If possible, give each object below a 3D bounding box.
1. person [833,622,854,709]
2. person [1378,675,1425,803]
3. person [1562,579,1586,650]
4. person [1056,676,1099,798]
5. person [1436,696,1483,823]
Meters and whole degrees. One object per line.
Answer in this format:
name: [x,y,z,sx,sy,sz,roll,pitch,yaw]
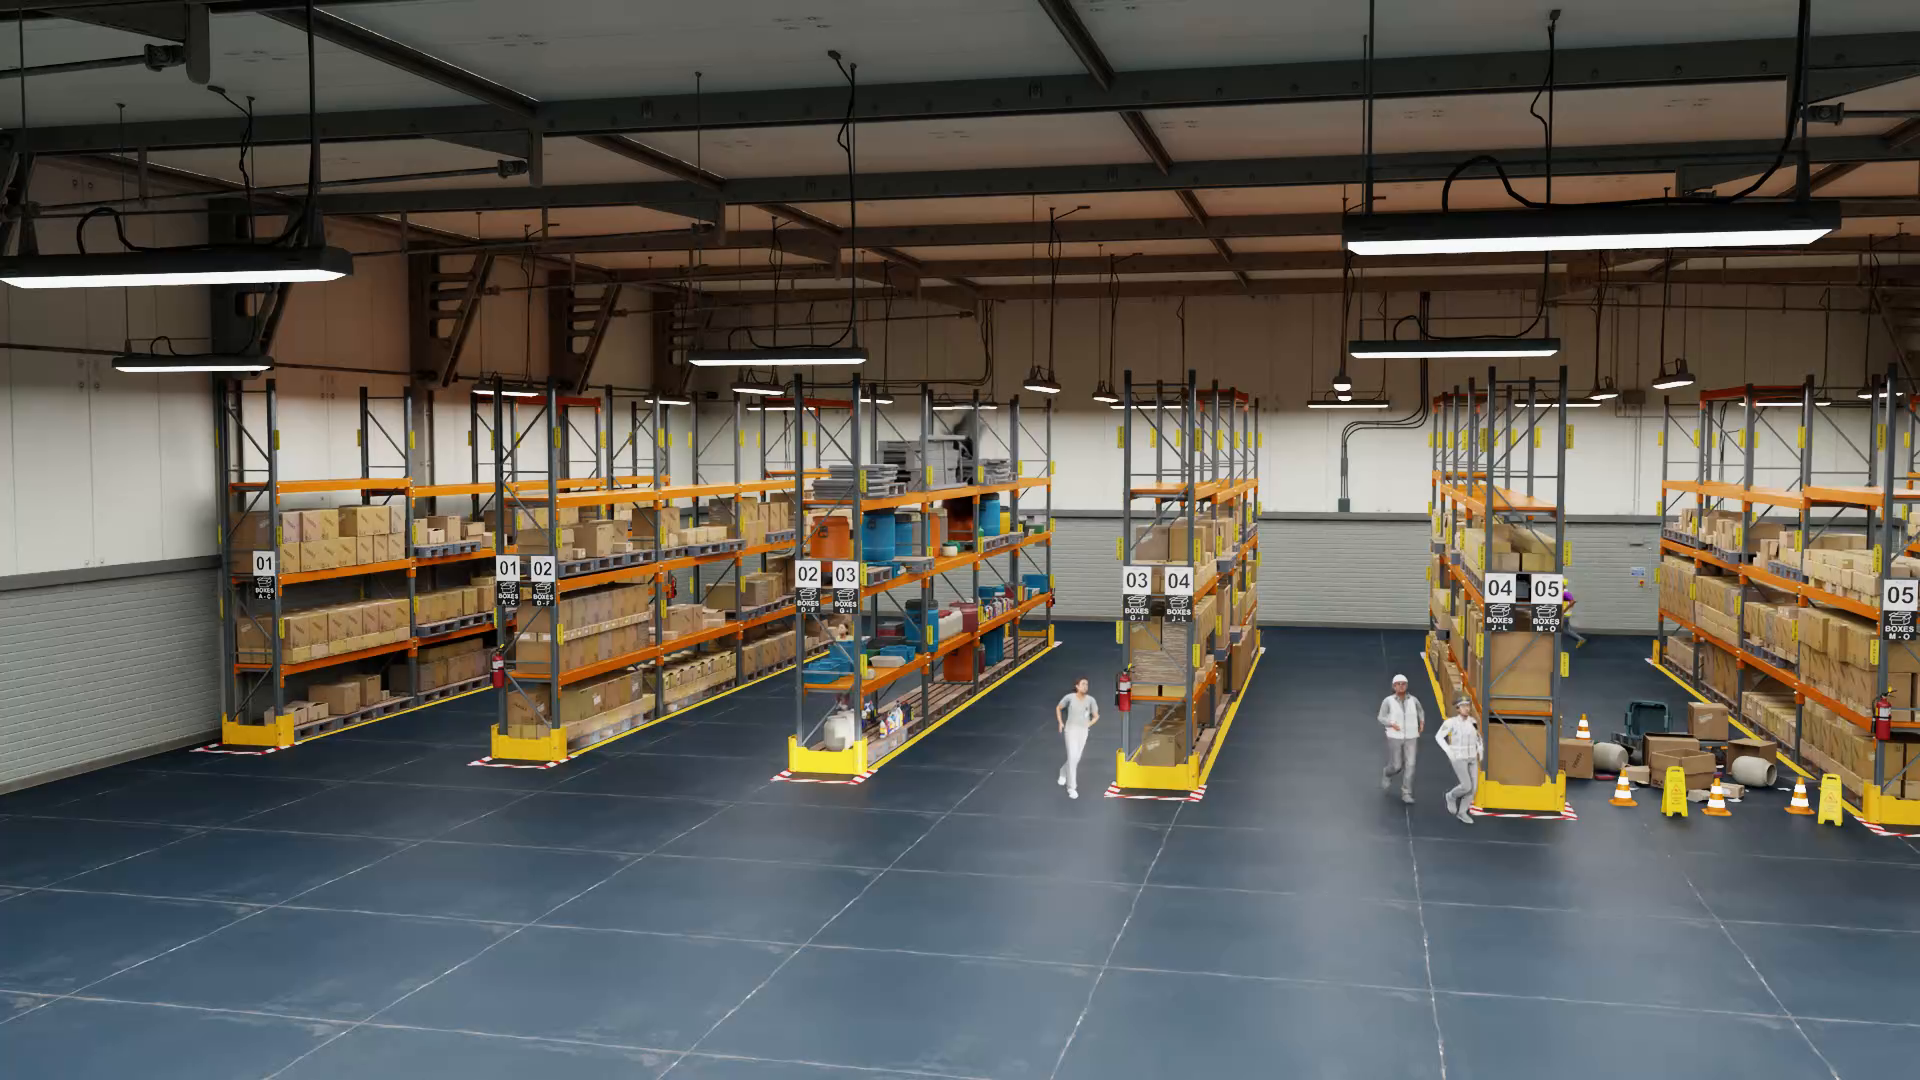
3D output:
person: [-2.151,2.330,30.730,0.559,1.636,0.589,1,4,14]
person: [6.190,2.754,23.184,0.676,1.715,0.855,0,3,3]
person: [14.161,1.786,38.915,0.975,1.771,0.710,1,4,15]
person: [1.673,2.764,23.641,0.582,1.672,0.818,-1,4,-13]
person: [6.610,2.872,21.860,0.629,1.661,0.505,-1,4,-16]
